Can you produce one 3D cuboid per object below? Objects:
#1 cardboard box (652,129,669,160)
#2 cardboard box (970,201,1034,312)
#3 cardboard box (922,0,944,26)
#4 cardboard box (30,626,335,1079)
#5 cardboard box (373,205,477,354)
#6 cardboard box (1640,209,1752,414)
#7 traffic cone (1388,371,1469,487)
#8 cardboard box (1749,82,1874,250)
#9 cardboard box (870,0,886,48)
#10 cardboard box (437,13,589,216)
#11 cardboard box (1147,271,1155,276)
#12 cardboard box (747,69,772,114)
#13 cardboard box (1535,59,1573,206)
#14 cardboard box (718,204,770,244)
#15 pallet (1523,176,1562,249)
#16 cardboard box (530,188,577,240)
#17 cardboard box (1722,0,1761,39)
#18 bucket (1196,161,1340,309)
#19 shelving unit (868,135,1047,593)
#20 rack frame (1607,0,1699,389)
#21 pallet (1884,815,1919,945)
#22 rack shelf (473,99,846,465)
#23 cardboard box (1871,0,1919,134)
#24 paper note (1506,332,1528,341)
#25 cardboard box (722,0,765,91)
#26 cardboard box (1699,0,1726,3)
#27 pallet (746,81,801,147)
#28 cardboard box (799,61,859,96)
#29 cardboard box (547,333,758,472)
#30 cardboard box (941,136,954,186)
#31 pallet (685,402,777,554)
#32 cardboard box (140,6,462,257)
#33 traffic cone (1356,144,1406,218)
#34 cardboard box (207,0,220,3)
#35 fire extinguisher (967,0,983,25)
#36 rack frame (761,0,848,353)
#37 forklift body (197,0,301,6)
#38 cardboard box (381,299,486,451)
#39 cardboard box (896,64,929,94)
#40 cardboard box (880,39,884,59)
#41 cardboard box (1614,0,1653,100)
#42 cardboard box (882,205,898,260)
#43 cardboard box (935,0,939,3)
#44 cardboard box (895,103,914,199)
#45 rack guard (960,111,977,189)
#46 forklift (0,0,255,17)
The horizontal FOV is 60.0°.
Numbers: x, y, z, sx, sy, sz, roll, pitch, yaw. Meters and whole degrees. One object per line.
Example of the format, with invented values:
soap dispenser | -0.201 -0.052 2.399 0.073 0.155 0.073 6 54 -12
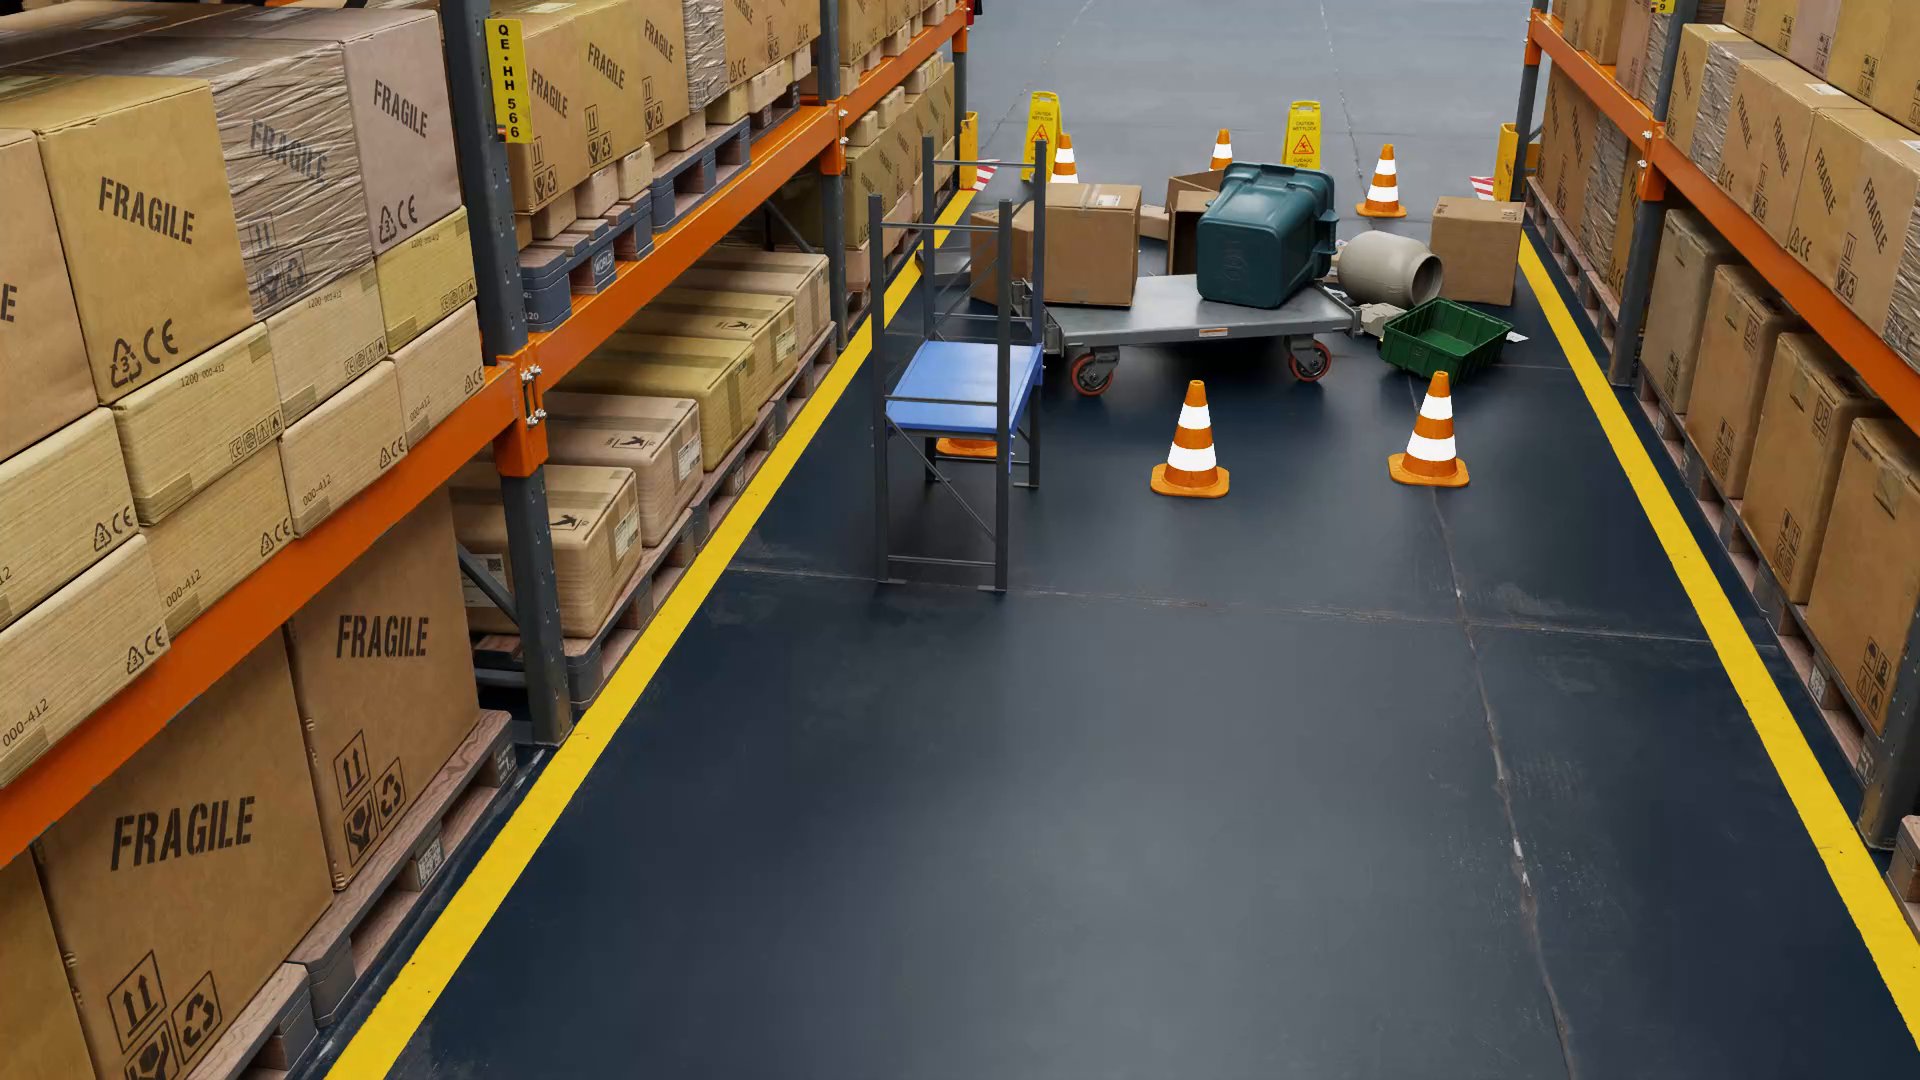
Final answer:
cardboard box | -1.321 -1.515 6.249 0.380 0.149 0.250 5 26 11
cardboard box | 0.409 -1.643 9.668 0.500 0.500 0.500 -20 32 -36
cardboard box | -0.312 -3.479 10.941 0.380 0.149 0.250 4 25 9
cardboard box | -2.107 0.681 3.769 0.875 0.875 0.875 4 25 9
cardboard box | -1.591 -0.686 4.264 0.500 0.250 0.500 4 25 8
cardboard box | 3.779 -1.025 7.560 1.050 0.750 0.750 4 25 8
traffic cone | 2.083 -0.514 7.303 0.336 0.463 0.334 4 25 9
cardboard box | 3.191 -1.331 5.938 0.500 0.500 0.500 4 25 9
cardboard box | -0.702 -2.977 9.102 0.500 0.500 0.500 4 25 8
cardboard box | -1.460 -1.290 5.003 0.500 0.500 0.500 3 25 7
cardboard box | 1.142 -1.374 9.372 0.258 0.266 0.396 -14 29 -27
cardboard box | -1.026 -1.936 7.149 0.380 0.149 0.250 4 25 9
cardboard box | 4.400 -2.732 11.060 0.875 0.875 0.875 4 25 9
cardboard box | -1.277 -1.971 9.286 0.500 0.500 0.500 4 25 8
pallet | 4.392 -2.190 11.179 1.003 0.211 1.213 4 25 9
cardboard box | -1.446 -1.063 5.283 0.380 0.149 0.250 2 25 5
cardboard box | 3.716 -2.410 7.063 0.700 0.500 0.500 4 25 8
bucket | 1.539 -1.542 8.575 0.726 0.611 0.620 13 38 26
shelving unit | 0.014 -0.715 6.508 0.538 1.500 1.048 4 25 9
rack frame | 3.792 -2.120 7.740 1.000 3.000 0.127 4 25 9
pallet | 3.009 1.143 4.059 1.003 0.211 1.213 4 25 9
rack shelf | -1.435 -1.258 6.748 1.077 0.370 4.000 4 25 9
cardboard box | 3.384 -1.558 5.243 0.700 0.500 0.500 4 25 8
paper note | 3.008 -1.119 9.104 0.147 0.020 0.142 -14 29 -27
cardboard box | -1.128 -2.159 6.859 0.500 0.500 0.500 5 26 10
cardboard box | 3.886 -2.829 7.804 0.875 0.550 0.550 4 25 9
pallet | -1.377 -2.024 7.762 1.003 0.211 1.213 4 25 9
cardboard box | -0.741 -2.416 8.670 0.380 0.149 0.250 4 25 8
cardboard box | -1.418 -0.609 7.117 0.950 0.372 0.625 5 26 10
cardboard box | -0.325 -2.671 11.667 0.500 0.250 0.500 4 25 8
pallet | -1.431 -0.320 7.185 1.003 0.211 1.213 4 25 9
cardboard box | -1.589 -1.011 4.075 0.500 0.500 0.500 3 25 7
traffic cone | 2.958 -2.520 11.588 0.336 0.463 0.334 4 25 9
cardboard box | -5.351 -3.826 11.268 0.500 0.500 0.500 4 25 8
fire extinguisher | 0.019 -4.074 12.007 0.296 0.674 0.183 4 25 9
rack frame | -1.108 -2.420 8.383 1.000 3.000 0.127 4 25 9
forklift body | -3.862 -3.132 10.904 2.313 2.155 1.214 4 25 9
cardboard box | -1.589 -0.450 4.350 0.500 0.250 0.500 3 25 7
cardboard box | -0.411 -2.945 10.602 0.380 0.149 0.250 5 26 11
cardboard box | -0.650 -2.853 9.604 0.380 0.149 0.250 4 25 8
cardboard box | 3.908 -2.574 8.535 0.875 0.550 0.550 4 25 9
cardboard box | -0.670 -1.817 9.842 0.500 0.250 0.500 5 26 11
cardboard box | -0.358 -3.818 10.900 0.500 0.500 0.500 4 25 9
cardboard box | -0.583 -2.374 10.148 0.500 0.500 0.500 5 26 11
rack guard | -0.467 -2.929 12.419 1.175 0.500 0.348 4 25 9
forklift | -3.023 -1.495 6.486 1.130 2.935 3.031 4 25 9
